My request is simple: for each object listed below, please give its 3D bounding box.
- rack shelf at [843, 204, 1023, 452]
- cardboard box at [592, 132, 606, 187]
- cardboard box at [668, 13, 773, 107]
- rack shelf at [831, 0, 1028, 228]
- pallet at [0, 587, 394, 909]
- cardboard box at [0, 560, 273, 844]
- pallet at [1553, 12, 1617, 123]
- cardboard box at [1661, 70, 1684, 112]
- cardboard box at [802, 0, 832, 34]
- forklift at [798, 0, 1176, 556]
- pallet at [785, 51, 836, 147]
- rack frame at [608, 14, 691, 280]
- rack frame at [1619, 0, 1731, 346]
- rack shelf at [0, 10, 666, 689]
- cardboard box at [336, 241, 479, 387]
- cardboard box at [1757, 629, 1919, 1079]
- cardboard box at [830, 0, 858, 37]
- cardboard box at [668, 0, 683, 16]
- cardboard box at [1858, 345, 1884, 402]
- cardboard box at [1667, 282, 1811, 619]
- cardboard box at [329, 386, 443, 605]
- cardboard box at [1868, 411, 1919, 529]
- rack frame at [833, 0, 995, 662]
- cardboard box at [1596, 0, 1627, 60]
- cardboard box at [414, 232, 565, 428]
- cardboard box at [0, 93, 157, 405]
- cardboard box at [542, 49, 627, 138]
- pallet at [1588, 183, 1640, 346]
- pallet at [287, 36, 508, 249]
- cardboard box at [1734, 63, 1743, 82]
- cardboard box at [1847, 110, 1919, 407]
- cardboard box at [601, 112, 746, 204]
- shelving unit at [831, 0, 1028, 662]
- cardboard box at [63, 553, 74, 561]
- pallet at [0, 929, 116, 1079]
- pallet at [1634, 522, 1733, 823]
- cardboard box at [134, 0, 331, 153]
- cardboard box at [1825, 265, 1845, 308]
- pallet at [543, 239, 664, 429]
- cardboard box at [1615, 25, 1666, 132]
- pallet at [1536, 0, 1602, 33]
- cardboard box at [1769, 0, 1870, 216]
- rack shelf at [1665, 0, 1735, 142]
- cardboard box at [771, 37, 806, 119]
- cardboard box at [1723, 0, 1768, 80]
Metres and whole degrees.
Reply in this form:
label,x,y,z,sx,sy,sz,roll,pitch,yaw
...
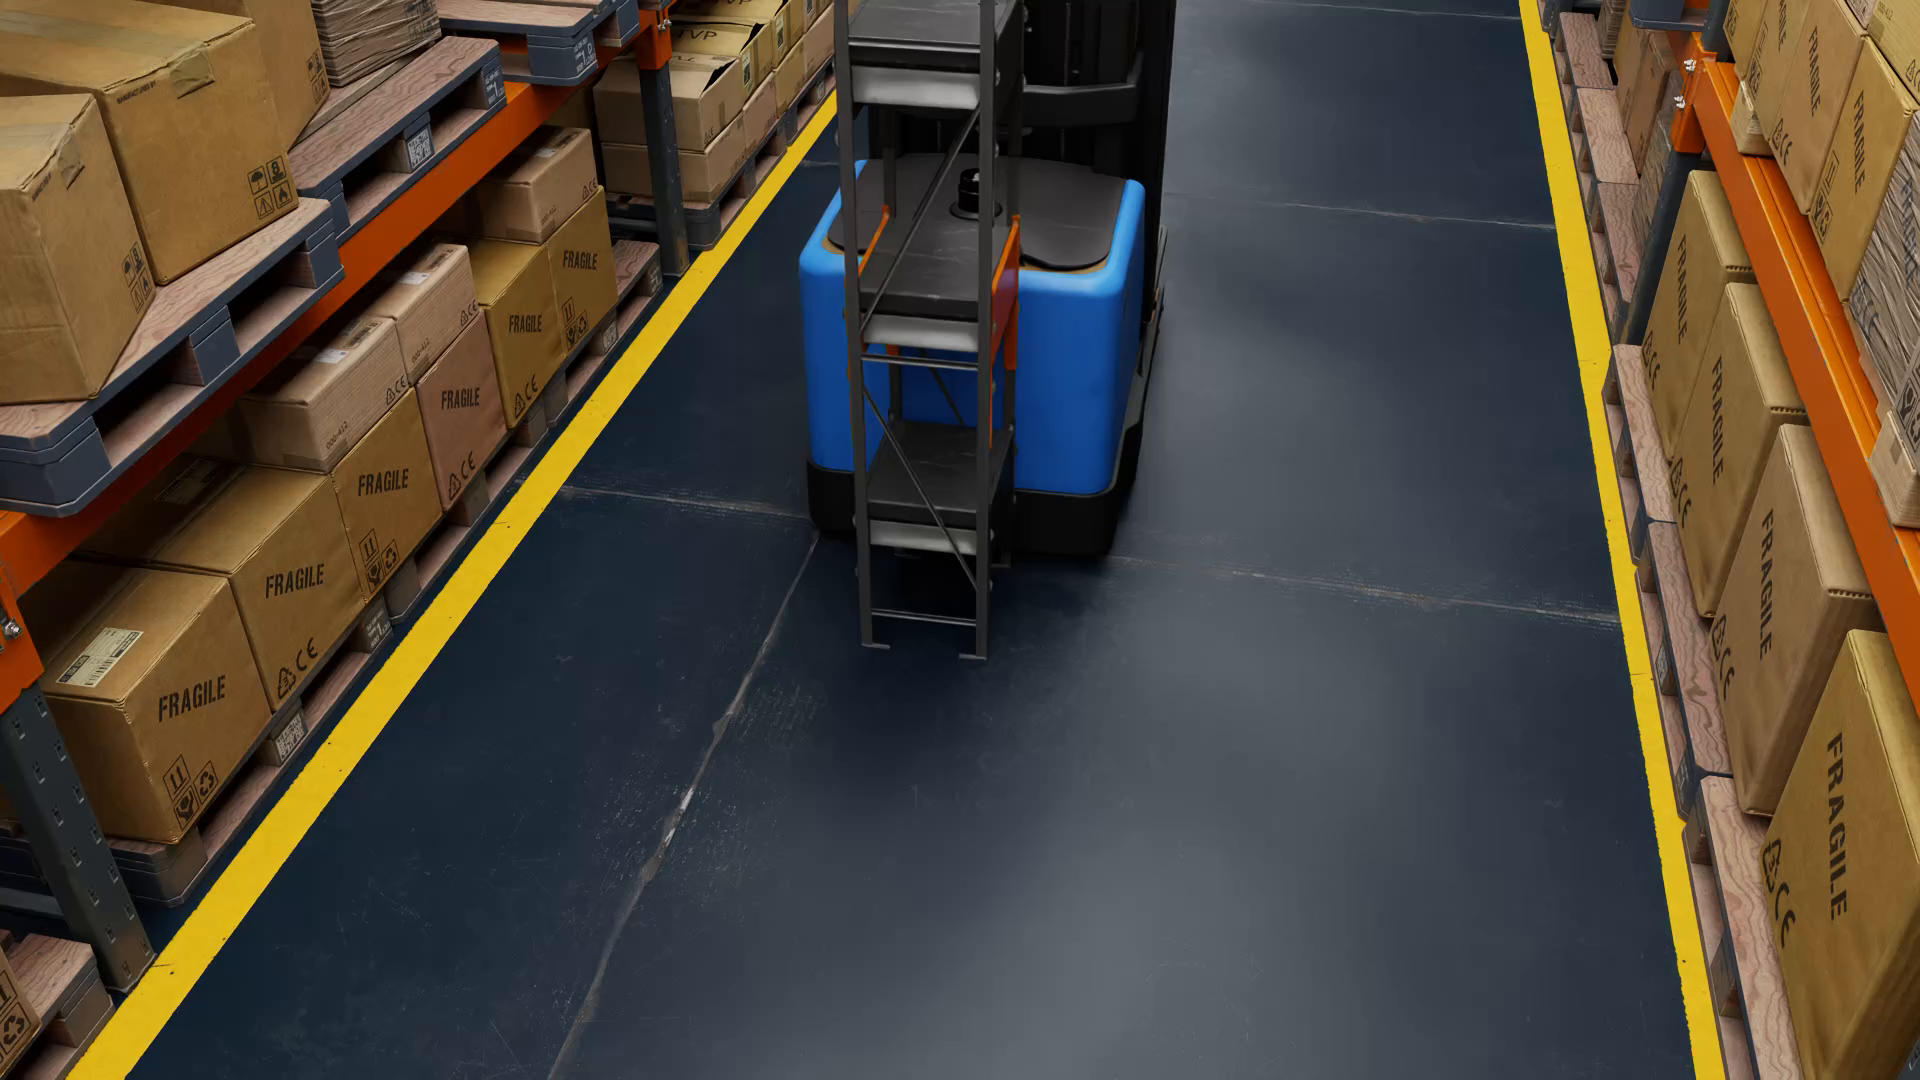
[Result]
label,x,y,z,sx,sy,sz,roll,pitch,yaw
rack shelf,-0.069,-0.622,4.842,0.431,0.518,0.480,6,36,8
cardboard box,-1.833,-1.851,7.733,0.500,0.250,0.500,8,37,11
cardboard box,-1.204,-2.312,7.891,0.500,0.311,0.500,6,36,9
rack shelf,-0.069,-1.189,4.431,0.431,0.518,0.480,6,36,8
pallet,-2.424,0.489,4.896,1.003,0.211,1.213,7,37,10
cardboard box,-2.220,0.418,4.372,0.500,0.500,0.500,6,36,8
pallet,3.823,-2.561,9.104,1.003,0.211,1.213,7,37,10
cardboard box,3.460,-1.710,7.308,0.700,0.500,0.500,7,37,10
cardboard box,-0.984,-2.899,8.701,0.500,0.311,0.500,7,36,9
forklift,0.250,-1.993,6.003,1.130,2.935,3.031,6,36,8
pallet,-1.230,-2.498,9.016,1.003,0.211,1.213,7,37,10
rack frame,-1.707,-2.462,6.591,1.000,3.000,0.127,7,37,10
rack frame,3.133,-1.844,5.738,1.000,3.000,0.127,7,37,10
rack shelf,-2.134,-1.024,5.220,1.077,0.370,4.000,7,37,10
cardboard box,-1.900,-0.746,5.340,0.500,0.250,0.500,7,36,9
cardboard box,2.291,0.761,3.618,0.750,0.750,0.750,8,37,11
cardboard box,-0.877,-2.955,9.256,0.500,0.250,0.500,8,37,11
cardboard box,-1.620,-2.665,8.378,0.500,0.311,0.500,7,37,10
cardboard box,2.389,-0.409,3.955,0.380,0.149,0.250,6,36,9
cardboard box,2.655,-0.237,4.994,0.750,0.750,0.750,7,37,10
cardboard box,-2.003,-0.175,5.190,0.500,0.500,0.500,8,37,11
cardboard box,2.204,-0.135,3.578,0.380,0.149,0.250,7,37,10
rack frame,-0.113,-0.492,4.640,0.400,2.100,0.015,6,36,8
cardboard box,3.847,-2.879,8.921,0.700,0.500,0.500,9,37,12
cardboard box,-1.788,-0.766,6.006,0.500,0.500,0.500,6,36,8
cardboard box,-2.242,-0.623,3.611,0.700,0.500,0.500,-4,36,-6
cardboard box,-1.836,-2.077,7.567,0.500,0.311,0.500,8,37,11
pallet,3.302,-1.162,7.174,1.003,0.211,1.213,7,37,10
pallet,-2.118,-1.269,5.109,1.003,0.211,1.213,7,37,10
cardboard box,2.837,-1.590,5.585,0.380,0.149,0.250,7,36,9
cardboard box,2.346,-0.596,3.661,0.500,0.500,0.500,7,37,10
cardboard box,-1.308,-1.782,7.638,0.500,0.250,0.500,7,37,10
shelving unit,-0.069,-0.633,4.834,0.431,2.100,0.503,6,36,8
cardboard box,-2.622,0.064,4.861,0.500,0.500,0.500,7,37,10
pallet,-2.709,1.354,3.703,1.003,0.211,1.213,7,37,10
pallet,2.629,0.425,4.983,1.003,0.211,1.213,7,37,10
cardboard box,-2.244,-1.400,4.683,0.700,0.500,0.500,-1,36,-2
cardboard box,2.520,-0.709,4.370,0.380,0.149,0.250,8,37,10
pallet,-1.903,-0.910,6.826,1.003,0.211,1.213,7,37,10
cardboard box,3.637,-2.289,8.107,0.700,0.500,0.500,8,37,10
pallet,4.097,-3.397,10.257,1.003,0.211,1.213,7,37,10
cardboard box,2.552,-1.183,4.470,0.500,0.500,0.500,7,37,10
rack shelf,3.560,-2.699,7.531,1.077,0.370,4.000,7,37,10
cardboard box,-1.096,-2.370,8.449,0.500,0.250,0.500,6,36,9
cardboard box,2.780,-1.766,5.275,0.500,0.500,0.500,8,37,11
